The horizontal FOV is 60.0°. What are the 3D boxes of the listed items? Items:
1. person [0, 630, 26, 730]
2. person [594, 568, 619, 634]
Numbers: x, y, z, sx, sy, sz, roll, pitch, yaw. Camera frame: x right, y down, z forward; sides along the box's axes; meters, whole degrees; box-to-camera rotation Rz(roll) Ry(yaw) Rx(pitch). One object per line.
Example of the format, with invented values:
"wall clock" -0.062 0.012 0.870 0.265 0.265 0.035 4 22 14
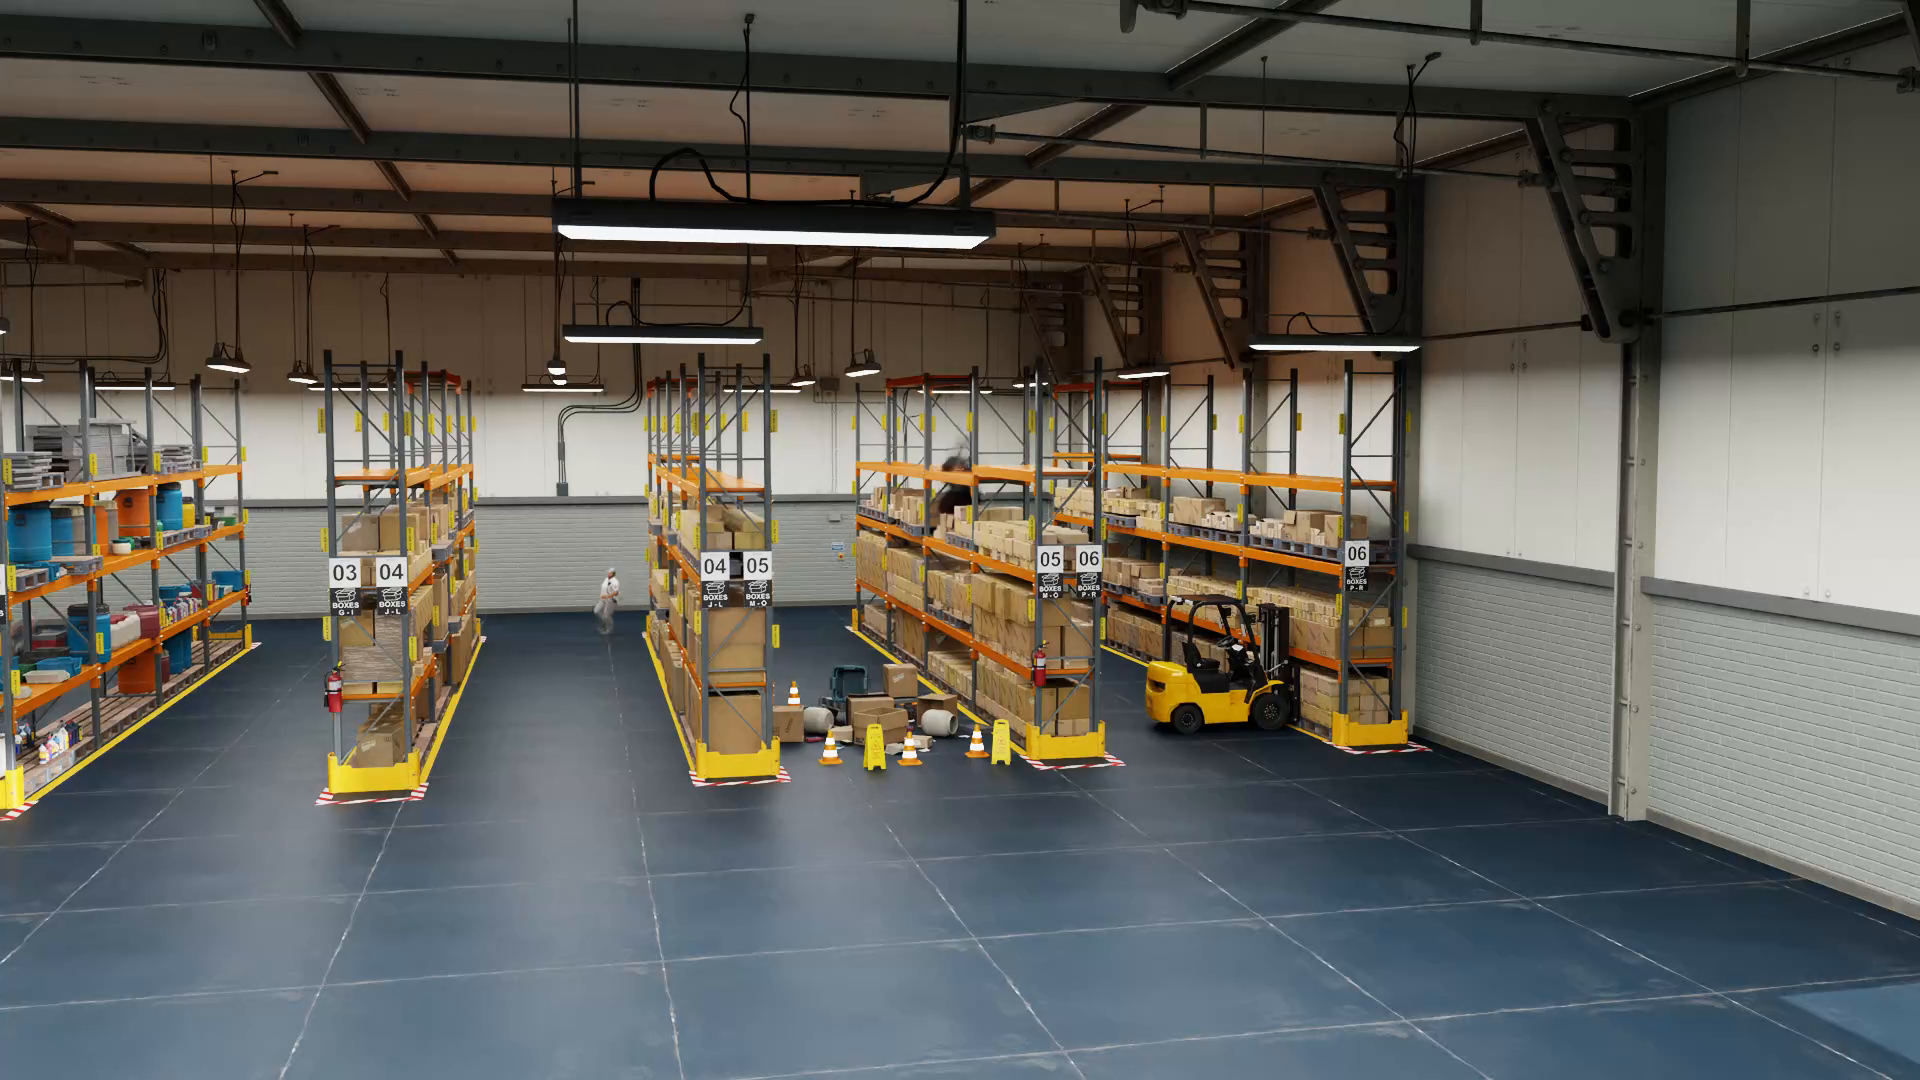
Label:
"person" -15.641 2.261 27.330 0.652 1.680 0.640 -1 4 -9
"person" -8.355 1.452 39.411 0.619 1.601 0.595 3 5 36
